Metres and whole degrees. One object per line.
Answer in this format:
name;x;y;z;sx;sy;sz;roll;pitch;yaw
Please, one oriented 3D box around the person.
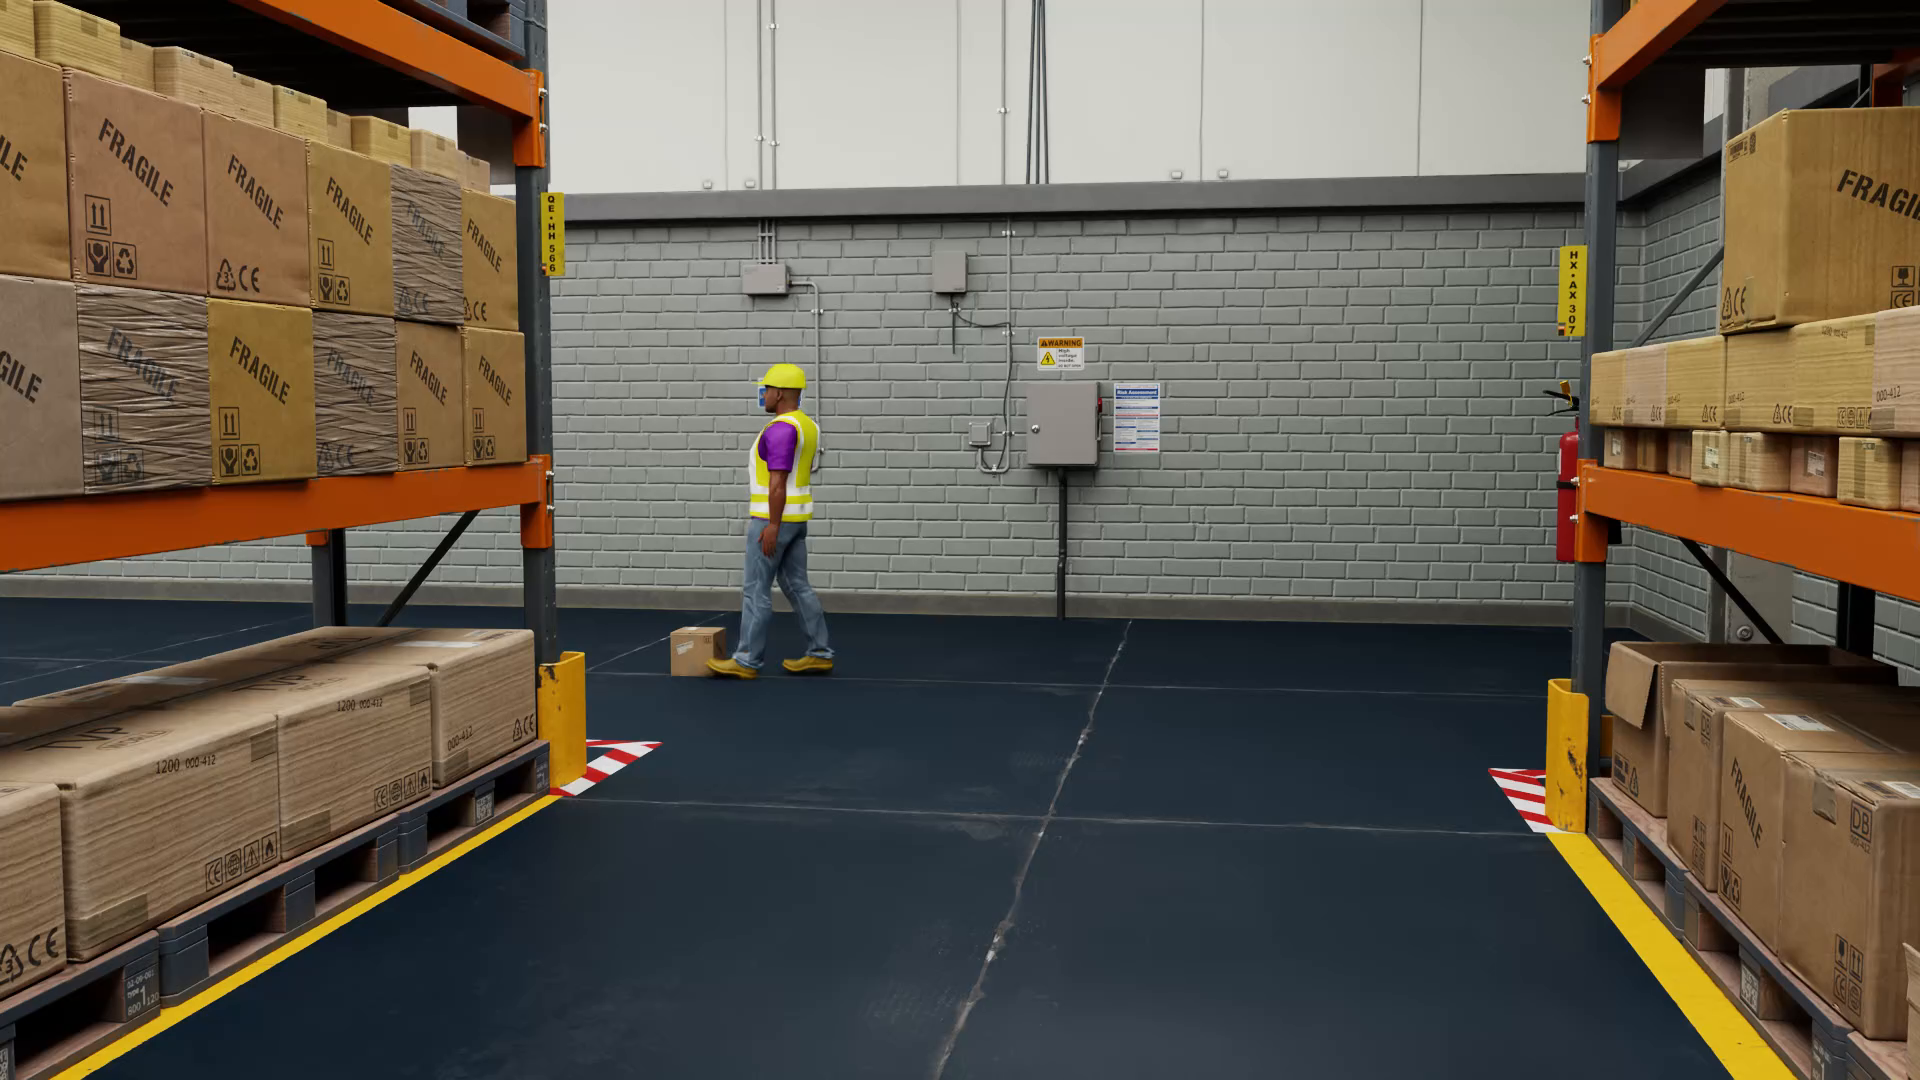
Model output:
person;-1.072;-0.107;9.386;0.673;1.768;0.561;1;5;14
